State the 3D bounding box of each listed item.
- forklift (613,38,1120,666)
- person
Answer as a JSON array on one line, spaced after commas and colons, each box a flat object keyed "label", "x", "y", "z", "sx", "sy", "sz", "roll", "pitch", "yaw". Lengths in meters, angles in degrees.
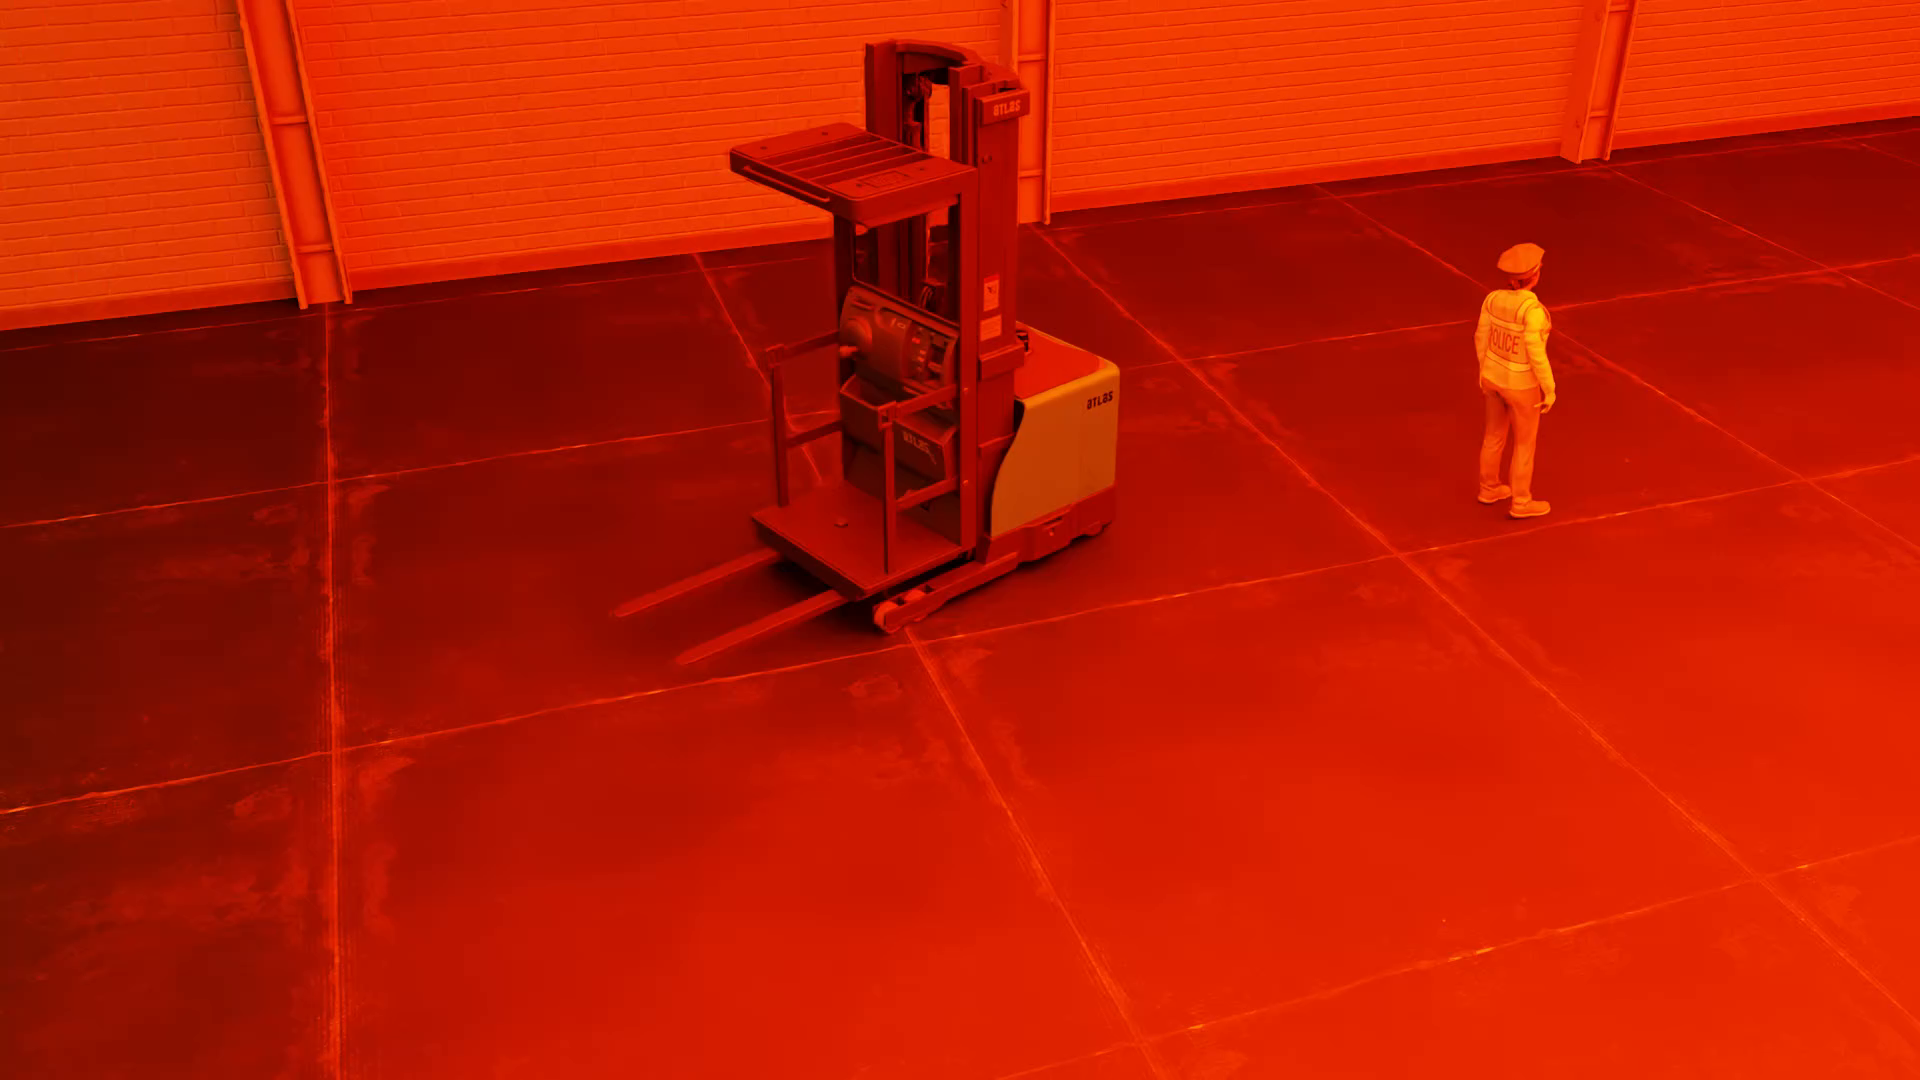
[{"label": "forklift", "x": -0.499, "y": -1.056, "z": 8.922, "sx": 3.031, "sy": 2.935, "sz": 1.130, "roll": -23, "pitch": 37, "yaw": -34}, {"label": "person", "x": 3.356, "y": -0.957, "z": 9.999, "sx": 0.479, "sy": 1.708, "sz": 0.572, "roll": -15, "pitch": 33, "yaw": -24}]
